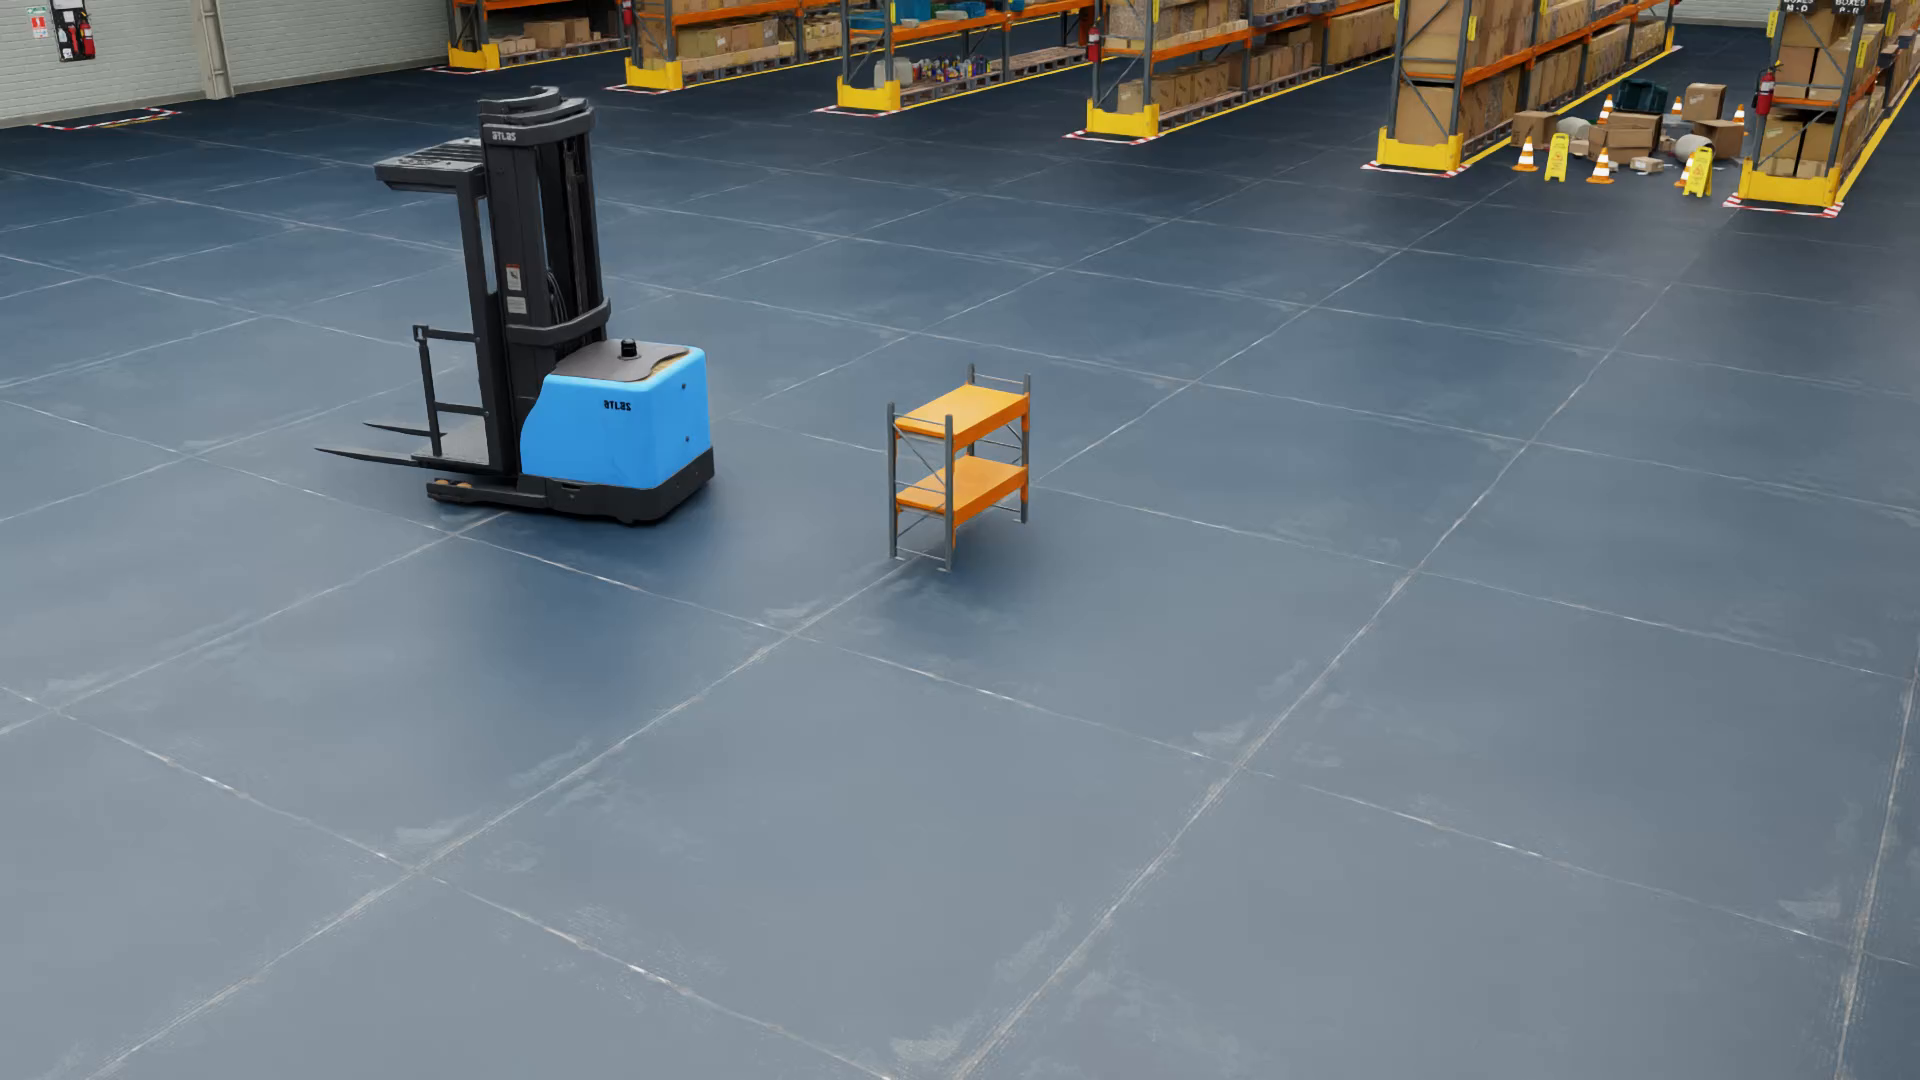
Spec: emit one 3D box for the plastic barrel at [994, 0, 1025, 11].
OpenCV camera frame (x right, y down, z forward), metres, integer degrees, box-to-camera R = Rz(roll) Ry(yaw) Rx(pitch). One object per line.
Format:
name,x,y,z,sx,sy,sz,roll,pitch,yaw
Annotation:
plastic barrel,0.957,-10.664,31.977,0.600,0.901,0.708,14,27,29

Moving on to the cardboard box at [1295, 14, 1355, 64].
cardboard box,7.195,-10.126,33.510,1.225,0.875,0.875,12,26,27

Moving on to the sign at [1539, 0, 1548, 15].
sign,9.336,-8.574,26.590,0.100,0.325,0.005,14,27,29

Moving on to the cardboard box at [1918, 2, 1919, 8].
cardboard box,17.059,-9.743,30.041,0.500,0.250,0.500,15,27,30

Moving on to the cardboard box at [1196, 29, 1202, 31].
cardboard box,3.839,-8.508,27.945,0.380,0.149,0.250,14,27,29

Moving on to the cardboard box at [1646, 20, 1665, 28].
cardboard box,15.130,-11.232,36.230,0.380,0.149,0.250,14,27,30

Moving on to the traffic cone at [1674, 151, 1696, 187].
traffic cone,10.144,-5.154,23.073,0.336,0.463,0.334,14,27,29

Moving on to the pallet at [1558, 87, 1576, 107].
pallet,10.494,-8.076,30.139,1.003,0.211,1.213,14,27,29

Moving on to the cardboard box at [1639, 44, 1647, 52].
cardboard box,14.199,-10.342,34.925,0.380,0.149,0.250,13,27,28

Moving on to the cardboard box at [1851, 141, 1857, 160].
cardboard box,12.495,-5.575,23.785,0.500,0.250,0.500,14,27,30

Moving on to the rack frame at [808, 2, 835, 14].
rack frame,-3.701,-15.144,42.955,1.000,3.000,0.127,14,27,29

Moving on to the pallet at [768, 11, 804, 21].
pallet,-4.687,-13.174,41.916,1.003,0.211,1.213,14,27,29

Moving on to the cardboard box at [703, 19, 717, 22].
cardboard box,-6.146,-12.594,39.660,0.700,0.500,0.500,14,27,30

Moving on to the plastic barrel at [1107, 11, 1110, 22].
plastic barrel,3.445,-11.353,36.707,0.600,0.588,0.708,14,27,29

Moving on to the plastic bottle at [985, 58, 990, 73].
plastic bottle,0.522,-9.091,31.840,0.061,0.283,0.133,15,28,32

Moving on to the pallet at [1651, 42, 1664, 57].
pallet,14.695,-10.734,36.279,1.003,0.211,1.213,14,27,29

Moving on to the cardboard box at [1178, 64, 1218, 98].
cardboard box,4.163,-8.053,29.195,0.500,0.500,0.500,-18,29,-36

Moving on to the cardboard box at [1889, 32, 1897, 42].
cardboard box,14.394,-7.884,25.975,0.380,0.149,0.250,15,28,31

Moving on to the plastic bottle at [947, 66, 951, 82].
plastic bottle,-0.212,-8.629,30.788,0.097,0.271,0.097,0,23,0

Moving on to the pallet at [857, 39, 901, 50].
pallet,-2.068,-11.207,37.373,1.003,0.211,1.213,14,27,29

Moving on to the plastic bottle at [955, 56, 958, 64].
plastic bottle,-0.101,-9.170,32.022,0.061,0.283,0.133,14,27,29

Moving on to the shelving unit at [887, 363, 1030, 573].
shelving unit,0.004,-0.518,11.532,0.538,1.125,1.048,14,27,29

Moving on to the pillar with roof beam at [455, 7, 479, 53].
pillar with roof beam,-6.739,-13.362,31.288,9.100,9.000,0.400,14,27,29

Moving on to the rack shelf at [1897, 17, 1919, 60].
rack shelf,16.288,-8.948,29.548,1.077,0.370,4.000,14,27,29

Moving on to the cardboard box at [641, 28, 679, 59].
cardboard box,-5.790,-9.575,32.081,0.500,0.500,0.500,14,27,29

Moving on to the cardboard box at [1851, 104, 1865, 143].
cardboard box,12.504,-5.927,23.655,0.500,0.500,0.500,15,28,32

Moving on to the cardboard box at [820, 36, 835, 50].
cardboard box,-3.016,-10.594,35.379,0.500,0.250,0.500,15,27,30

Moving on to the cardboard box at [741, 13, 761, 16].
cardboard box,-5.312,-13.220,40.690,0.750,0.750,0.750,13,27,28

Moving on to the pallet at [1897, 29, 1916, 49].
pallet,14.947,-8.252,27.277,1.213,0.211,1.003,14,27,29

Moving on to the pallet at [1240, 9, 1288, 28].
pallet,5.230,-9.469,30.088,1.003,0.211,1.213,14,27,29

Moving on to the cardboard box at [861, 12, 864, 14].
cardboard box,-1.936,-11.540,36.857,0.500,0.311,0.500,13,27,28

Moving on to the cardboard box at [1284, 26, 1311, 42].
cardboard box,6.486,-9.846,32.367,0.500,0.250,0.500,15,28,31

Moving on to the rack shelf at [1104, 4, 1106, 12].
rack shelf,3.661,-12.062,36.743,1.077,0.370,4.000,14,27,29

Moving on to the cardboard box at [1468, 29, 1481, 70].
cardboard box,7.183,-7.300,24.647,0.875,0.550,0.550,14,27,29

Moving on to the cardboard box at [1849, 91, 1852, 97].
cardboard box,11.698,-6.019,22.195,0.380,0.149,0.250,13,27,27

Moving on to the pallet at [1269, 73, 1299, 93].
pallet,5.756,-8.726,31.642,1.003,0.211,1.213,14,27,29

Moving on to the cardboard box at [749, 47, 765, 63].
cardboard box,-4.293,-9.797,33.537,0.500,0.250,0.500,14,27,29

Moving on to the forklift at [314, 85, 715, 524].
forklift,-3.451,-1.793,12.201,3.031,2.935,1.130,7,24,17

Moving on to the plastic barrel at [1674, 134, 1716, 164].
plastic barrel,10.816,-5.735,24.464,0.421,0.421,0.512,-7,24,-17

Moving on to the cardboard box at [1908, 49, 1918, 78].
cardboard box,17.765,-9.159,31.828,0.875,0.438,0.875,13,27,28

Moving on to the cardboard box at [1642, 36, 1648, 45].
cardboard box,14.199,-10.476,34.860,0.380,0.149,0.250,14,27,29

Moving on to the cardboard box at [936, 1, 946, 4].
cardboard box,-0.306,-12.429,39.276,0.500,0.500,0.500,13,27,27

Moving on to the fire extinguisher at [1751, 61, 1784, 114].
fire extinguisher,10.561,-5.925,21.758,0.296,0.674,0.183,14,27,29

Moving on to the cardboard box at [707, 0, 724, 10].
cardboard box,-5.024,-10.602,32.339,0.700,0.500,0.500,14,27,29

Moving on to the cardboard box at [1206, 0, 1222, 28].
cardboard box,3.942,-9.022,28.314,0.875,0.500,0.500,14,27,29

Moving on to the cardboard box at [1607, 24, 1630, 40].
cardboard box,12.906,-10.041,32.843,0.500,0.250,0.500,13,27,28

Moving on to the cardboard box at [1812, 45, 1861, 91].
cardboard box,11.498,-6.187,21.765,0.500,0.500,0.500,13,27,28

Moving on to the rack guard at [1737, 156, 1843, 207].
rack guard,11.053,-4.781,22.165,1.175,0.500,0.348,14,27,29

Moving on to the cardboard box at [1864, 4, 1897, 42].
cardboard box,13.614,-7.726,24.792,0.500,0.500,0.500,15,27,30

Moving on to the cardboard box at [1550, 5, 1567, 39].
cardboard box,9.902,-8.762,28.088,0.500,0.500,0.500,14,27,29

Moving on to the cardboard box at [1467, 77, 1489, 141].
cardboard box,7.518,-6.664,25.513,0.875,0.875,0.875,13,27,28

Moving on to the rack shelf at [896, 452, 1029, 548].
rack shelf,0.004,-0.294,11.629,0.538,0.278,1.000,14,27,29

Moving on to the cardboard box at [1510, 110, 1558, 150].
cardboard box,8.917,-6.371,25.834,0.500,0.500,0.500,20,30,38

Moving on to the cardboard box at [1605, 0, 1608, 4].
cardboard box,11.945,-10.156,31.221,0.380,0.149,0.250,15,28,31
